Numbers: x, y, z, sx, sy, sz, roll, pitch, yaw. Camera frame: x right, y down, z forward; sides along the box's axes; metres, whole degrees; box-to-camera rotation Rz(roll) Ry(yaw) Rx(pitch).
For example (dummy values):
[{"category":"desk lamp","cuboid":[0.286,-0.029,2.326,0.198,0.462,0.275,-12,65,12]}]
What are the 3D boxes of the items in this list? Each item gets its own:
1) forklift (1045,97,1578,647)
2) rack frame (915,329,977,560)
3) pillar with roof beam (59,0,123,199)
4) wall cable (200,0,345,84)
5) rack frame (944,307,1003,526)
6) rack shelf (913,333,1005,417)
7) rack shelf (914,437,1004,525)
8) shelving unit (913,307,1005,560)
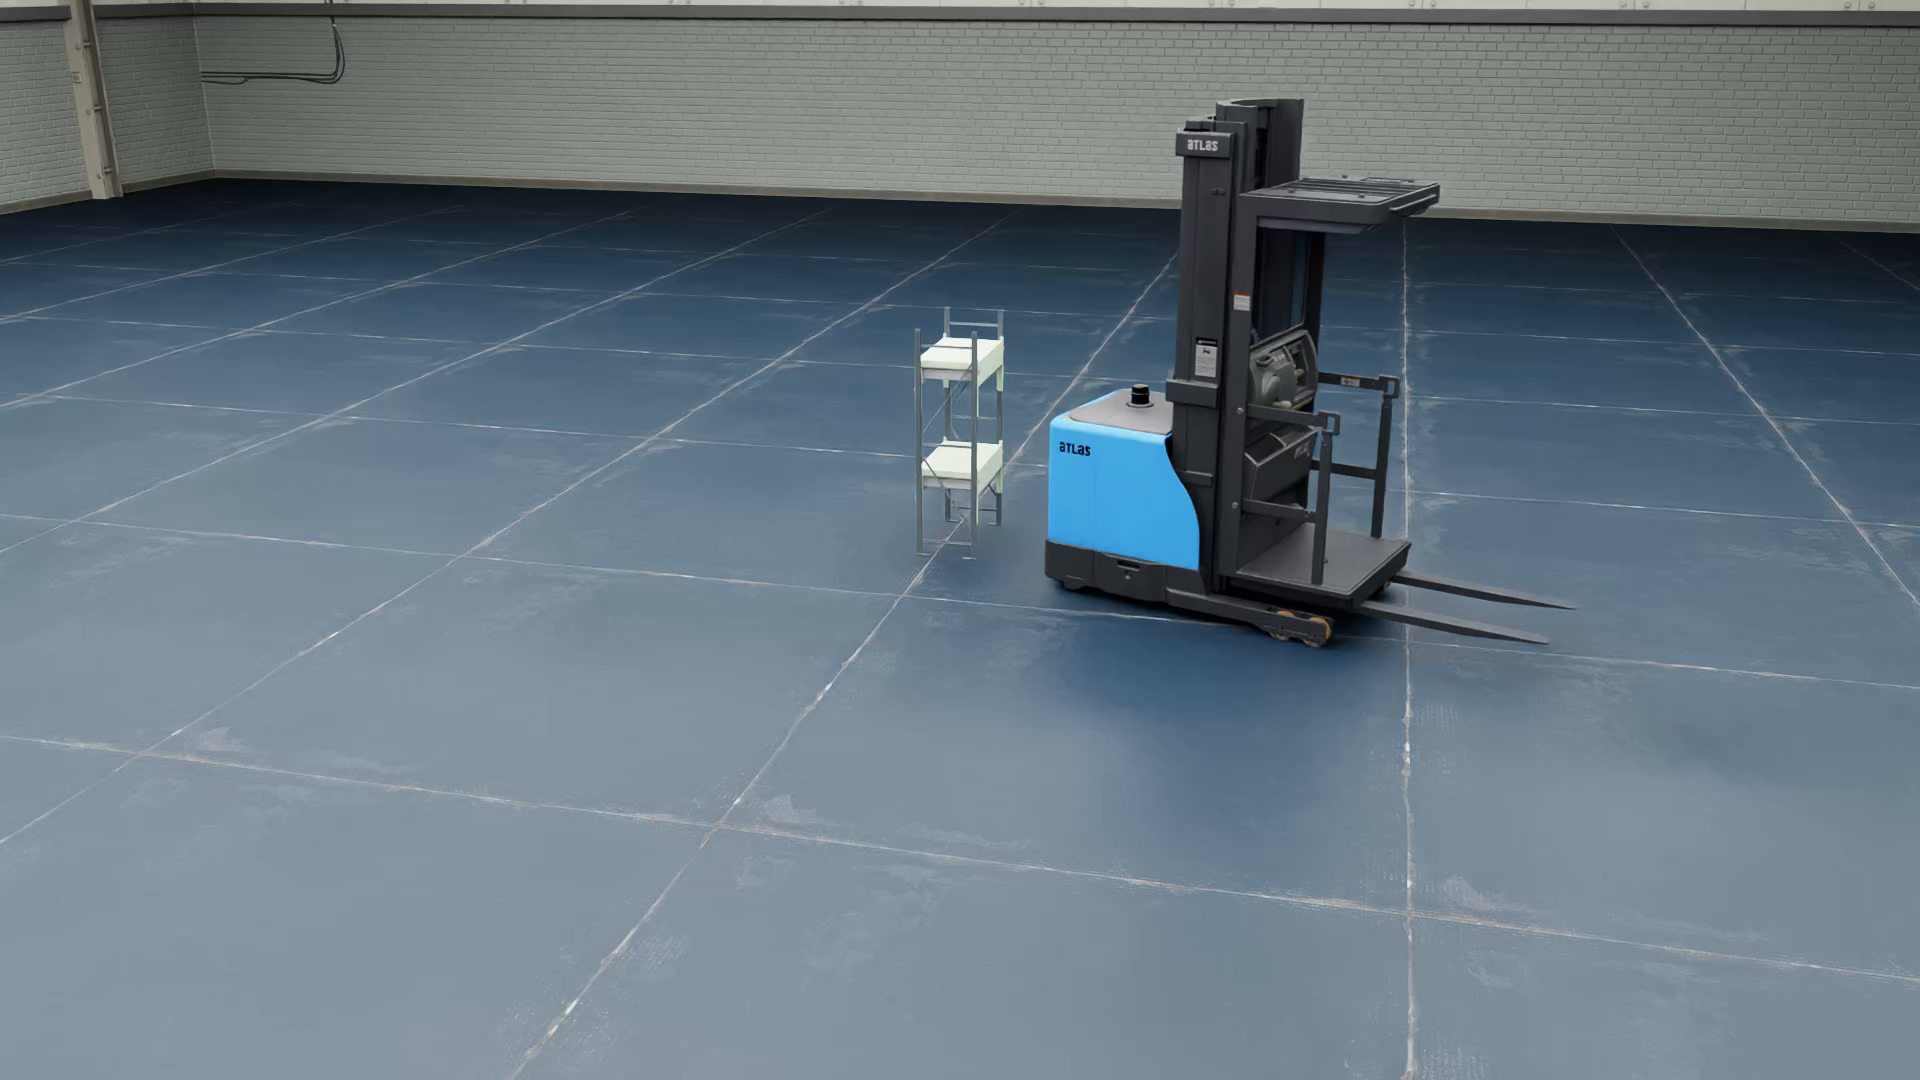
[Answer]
[{"category":"forklift","cuboid":[2.045,-0.977,9.515,3.031,2.935,1.130,12,22,31]},{"category":"rack frame","cuboid":[-0.088,-0.597,10.615,0.400,1.500,0.023,5,19,13]},{"category":"pillar with roof beam","cuboid":[-10.276,-9.724,25.735,9.100,9.000,0.400,5,19,13]},{"category":"wall cable","cuboid":[-12.449,-9.414,29.630,3.097,2.526,0.112,5,19,13]},{"category":"rack frame","cuboid":[0.091,-0.827,11.287,0.400,1.500,0.023,5,19,13]},{"category":"rack shelf","cuboid":[0.002,-1.081,10.825,0.431,0.370,0.720,5,19,13]},{"category":"rack shelf","cuboid":[0.002,-0.403,11.057,0.431,0.370,0.720,5,19,13]},{"category":"shelving unit","cuboid":[0.002,-0.712,10.951,0.431,1.500,0.755,5,19,13]}]
